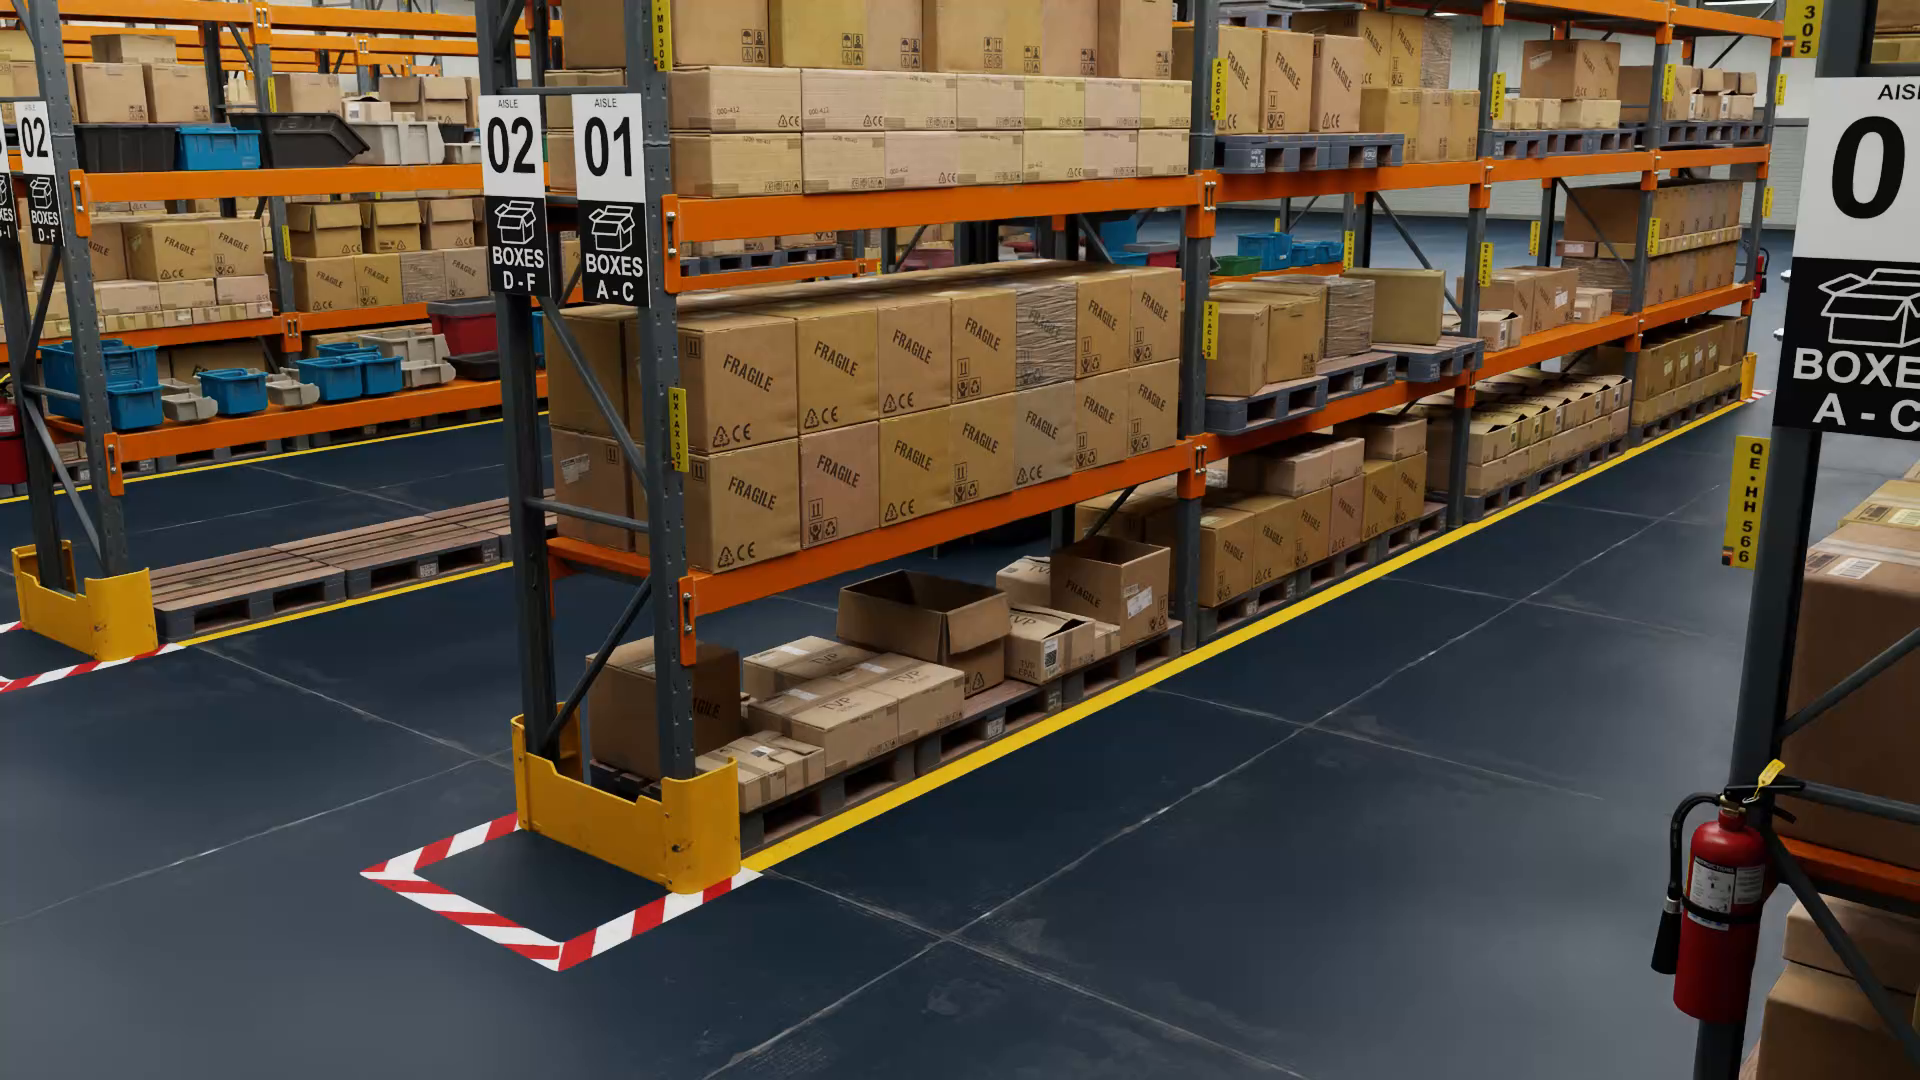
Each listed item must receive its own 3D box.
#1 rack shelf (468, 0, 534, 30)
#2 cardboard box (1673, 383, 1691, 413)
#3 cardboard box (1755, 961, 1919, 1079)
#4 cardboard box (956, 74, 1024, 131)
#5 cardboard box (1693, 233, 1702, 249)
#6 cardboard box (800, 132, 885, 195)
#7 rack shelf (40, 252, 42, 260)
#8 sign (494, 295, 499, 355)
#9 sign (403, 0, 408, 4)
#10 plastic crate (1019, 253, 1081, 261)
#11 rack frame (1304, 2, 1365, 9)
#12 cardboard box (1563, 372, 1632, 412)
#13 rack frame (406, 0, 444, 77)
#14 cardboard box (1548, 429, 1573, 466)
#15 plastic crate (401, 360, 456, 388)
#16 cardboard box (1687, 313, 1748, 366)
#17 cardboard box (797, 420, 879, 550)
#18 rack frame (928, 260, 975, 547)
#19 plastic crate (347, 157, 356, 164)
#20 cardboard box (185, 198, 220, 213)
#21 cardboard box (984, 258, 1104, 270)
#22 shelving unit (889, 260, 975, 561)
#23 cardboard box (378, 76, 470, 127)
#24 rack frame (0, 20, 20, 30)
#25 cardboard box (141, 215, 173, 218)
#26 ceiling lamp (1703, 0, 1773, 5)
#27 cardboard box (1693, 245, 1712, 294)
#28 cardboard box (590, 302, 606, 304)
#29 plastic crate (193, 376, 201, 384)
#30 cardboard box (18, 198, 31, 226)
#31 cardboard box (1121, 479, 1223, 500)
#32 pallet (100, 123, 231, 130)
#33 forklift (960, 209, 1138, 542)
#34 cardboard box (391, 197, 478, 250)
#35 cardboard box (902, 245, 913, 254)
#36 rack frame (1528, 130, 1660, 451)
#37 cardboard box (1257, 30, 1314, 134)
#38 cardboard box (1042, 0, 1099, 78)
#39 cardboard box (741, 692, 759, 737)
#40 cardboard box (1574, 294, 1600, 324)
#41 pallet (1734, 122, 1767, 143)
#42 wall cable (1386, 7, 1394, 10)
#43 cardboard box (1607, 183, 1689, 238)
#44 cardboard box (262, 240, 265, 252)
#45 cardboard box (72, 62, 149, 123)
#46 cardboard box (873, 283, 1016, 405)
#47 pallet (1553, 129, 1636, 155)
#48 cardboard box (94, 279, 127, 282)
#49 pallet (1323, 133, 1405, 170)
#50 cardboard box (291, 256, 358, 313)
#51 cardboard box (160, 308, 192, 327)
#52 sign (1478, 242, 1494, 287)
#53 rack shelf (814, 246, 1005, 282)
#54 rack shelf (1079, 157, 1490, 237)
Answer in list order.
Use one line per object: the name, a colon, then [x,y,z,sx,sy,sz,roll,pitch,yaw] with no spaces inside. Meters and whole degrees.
rack shelf: [-4.111,-3.608,10.820,1.077,0.370,4.000,11,18,38]
cardboard box: [7.189,-1.493,17.139,0.500,0.250,0.500,11,18,38]
cardboard box: [2.700,1.532,4.723,0.700,0.500,0.500,11,18,38]
cardboard box: [-0.045,-2.060,7.838,0.500,0.250,0.500,11,18,38]
cardboard box: [7.474,-3.119,17.288,0.380,0.149,0.250,11,18,37]
cardboard box: [-0.672,-1.626,7.144,0.500,0.250,0.500,11,18,38]
rack shelf: [-13.157,-3.960,23.579,1.077,0.370,4.000,11,18,38]
sign: [-1.936,-0.896,7.065,0.100,0.325,0.005,11,18,38]
sign: [-8.951,-8.810,26.807,0.100,0.325,0.005,11,18,38]
plastic crate: [0.914,-2.685,16.968,0.402,0.464,0.583,11,18,38]
rack frame: [4.689,-6.831,21.237,1.000,3.000,0.127,11,18,38]
cardboard box: [5.993,-1.411,15.678,0.500,0.311,0.500,11,18,38]
rack frame: [-10.735,-9.899,33.311,1.000,3.000,0.127,11,18,38]
cardboard box: [5.028,-0.845,14.588,0.500,0.250,0.500,12,18,39]
plastic crate: [-3.714,-1.147,11.458,0.293,0.136,0.466,11,18,38]
cardboard box: [8.433,-2.242,18.564,0.500,0.500,0.500,11,18,38]
cardboard box: [-0.713,-0.284,7.447,0.500,0.500,0.500,11,18,37]
rack frame: [-0.061,-0.994,12.269,0.400,2.100,0.015,9,17,32]
plastic crate: [-4.262,-2.620,11.286,0.437,0.136,0.530,11,18,38]
cardboard box: [-11.437,-5.138,25.096,0.500,0.500,0.500,11,18,36]
cardboard box: [0.482,-1.345,9.590,0.500,0.500,0.500,12,18,39]
shelving unit: [-0.194,-0.943,12.071,0.431,2.100,0.503,9,17,32]
cardboard box: [-5.459,-4.471,16.975,0.797,0.503,0.637,11,18,37]
rack frame: [-10.500,-6.086,18.305,1.000,3.000,0.127,11,18,38]
cardboard box: [-9.746,-3.854,20.149,0.380,0.149,0.250,11,18,36]
ceiling lamp: [19.486,-14.768,40.624,2.000,3.185,0.800,11,18,38]
cardboard box: [7.593,-2.922,17.829,0.700,0.500,0.500,11,18,38]
cardboard box: [-5.792,-3.691,24.777,1.050,0.750,0.750,11,18,37]
plastic crate: [-4.802,-0.998,10.873,0.396,0.136,0.243,11,18,38]
cardboard box: [-10.585,-3.724,18.353,0.500,0.500,0.500,10,18,36]
cardboard box: [1.401,-0.092,11.077,0.500,0.500,0.500,11,18,38]
pallet: [-7.228,-3.648,14.977,1.003,0.211,1.213,11,18,38]
forklift: [0.733,-1.719,13.435,1.130,2.935,3.031,9,17,32]
cardboard box: [-5.492,-3.301,17.285,0.797,0.503,0.637,12,19,39]
cardboard box: [-0.856,-3.944,22.567,0.380,0.149,0.250,11,18,38]
rack frame: [6.025,-2.390,15.940,1.000,3.000,0.127,11,18,38]
cardboard box: [1.773,-2.829,10.316,0.600,0.600,0.600,11,18,37]
cardboard box: [0.296,-2.672,8.724,0.700,0.500,0.500,11,18,38]
cardboard box: [-1.042,0.862,7.998,0.380,0.166,0.250,11,18,38]
cardboard box: [5.615,-2.128,15.182,0.396,0.266,0.258,11,18,36]
pallet: [8.074,-4.436,18.079,1.003,0.211,1.213,11,18,38]
wall cable: [14.373,-18.259,53.034,3.097,2.526,0.112,11,18,38]
cardboard box: [6.931,-3.346,16.865,0.700,0.500,0.500,11,18,38]
cardboard box: [-8.749,-3.616,20.423,0.380,0.149,0.250,12,19,39]
cardboard box: [-7.493,-3.885,14.471,0.700,0.500,0.500,12,19,40]
cardboard box: [-0.074,-0.963,8.088,0.500,0.500,0.500,11,18,37]
pallet: [5.481,-3.580,14.921,0.805,0.209,1.217,10,18,35]
cardboard box: [-7.843,-2.219,14.968,0.500,0.250,0.500,12,18,39]
pallet: [2.111,-2.534,10.795,1.213,0.211,1.003,11,18,38]
cardboard box: [-6.222,-2.490,16.128,0.500,0.500,0.500,11,18,38]
cardboard box: [-7.127,-2.013,14.966,0.380,0.149,0.250,12,18,39]
sign: [3.939,-2.065,12.468,0.100,0.325,0.005,11,18,38]
rack shelf: [-0.421,-3.958,23.573,1.077,0.370,4.000,11,18,38]
rack shelf: [2.254,-2.346,11.136,1.077,0.370,4.000,11,18,38]
